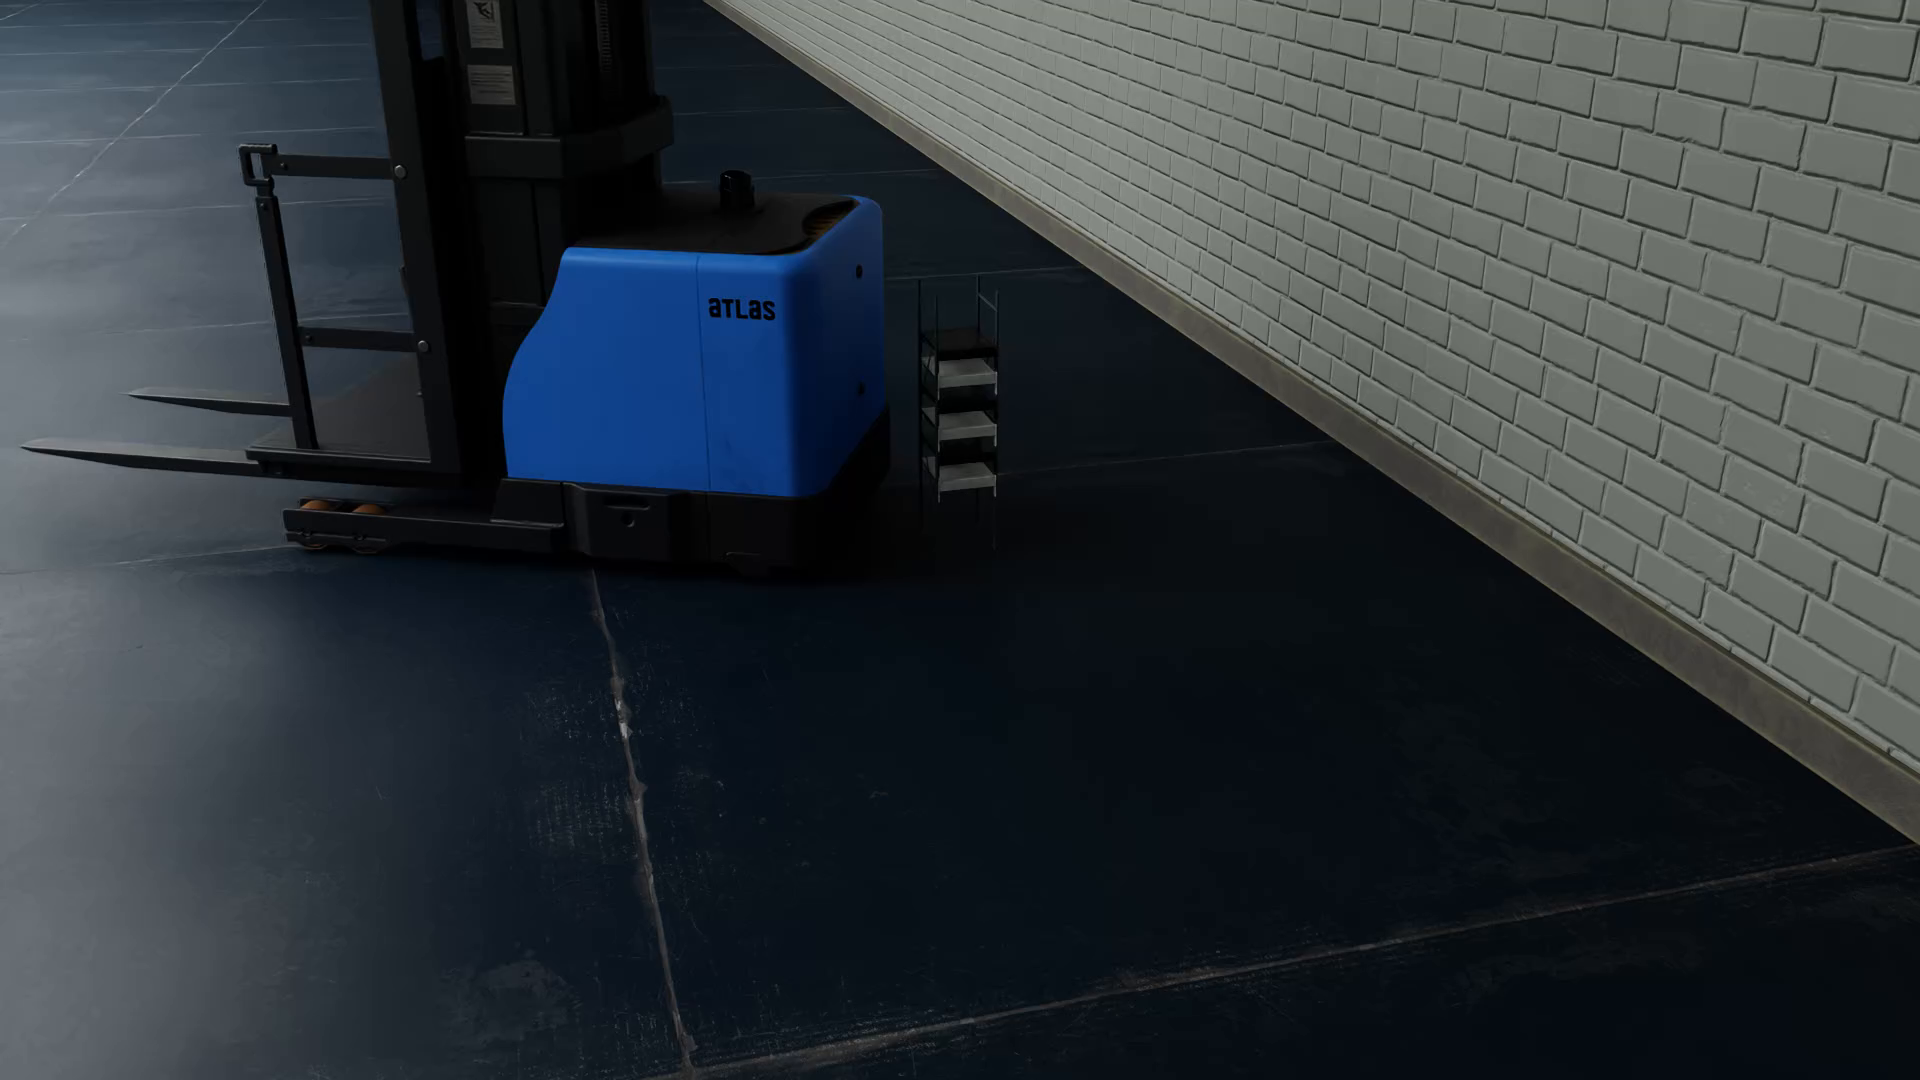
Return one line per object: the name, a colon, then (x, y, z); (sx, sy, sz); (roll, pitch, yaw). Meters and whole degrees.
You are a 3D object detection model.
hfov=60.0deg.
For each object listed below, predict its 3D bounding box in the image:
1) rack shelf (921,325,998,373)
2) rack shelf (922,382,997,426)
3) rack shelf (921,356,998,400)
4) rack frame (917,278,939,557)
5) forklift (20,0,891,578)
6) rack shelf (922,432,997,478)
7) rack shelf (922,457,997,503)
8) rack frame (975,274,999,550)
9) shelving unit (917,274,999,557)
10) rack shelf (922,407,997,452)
rack shelf: (-0.008, -0.630, 5.477); (0.200, 0.077, 0.258); (-6, 24, -14)
rack shelf: (-0.008, -0.465, 5.548); (0.200, 0.077, 0.258); (-6, 24, -14)
rack shelf: (-0.008, -0.547, 5.513); (0.200, 0.077, 0.258); (-6, 24, -14)
rack frame: (-0.106, -0.402, 5.545); (0.006, 0.900, 0.240); (-6, 24, -14)
forklift: (-1.827, -1.496, 5.520); (3.031, 2.935, 1.130); (4, 24, 10)
rack shelf: (-0.008, -0.299, 5.619); (0.200, 0.077, 0.258); (-6, 24, -14)
rack shelf: (-0.008, -0.217, 5.655); (0.200, 0.077, 0.258); (-6, 24, -14)
rack frame: (0.090, -0.424, 5.596); (0.006, 0.900, 0.240); (-6, 24, -14)
shelving unit: (-0.008, -0.413, 5.571); (0.210, 0.900, 0.258); (-6, 24, -14)
rack shelf: (-0.008, -0.382, 5.584); (0.200, 0.077, 0.258); (-6, 24, -14)
